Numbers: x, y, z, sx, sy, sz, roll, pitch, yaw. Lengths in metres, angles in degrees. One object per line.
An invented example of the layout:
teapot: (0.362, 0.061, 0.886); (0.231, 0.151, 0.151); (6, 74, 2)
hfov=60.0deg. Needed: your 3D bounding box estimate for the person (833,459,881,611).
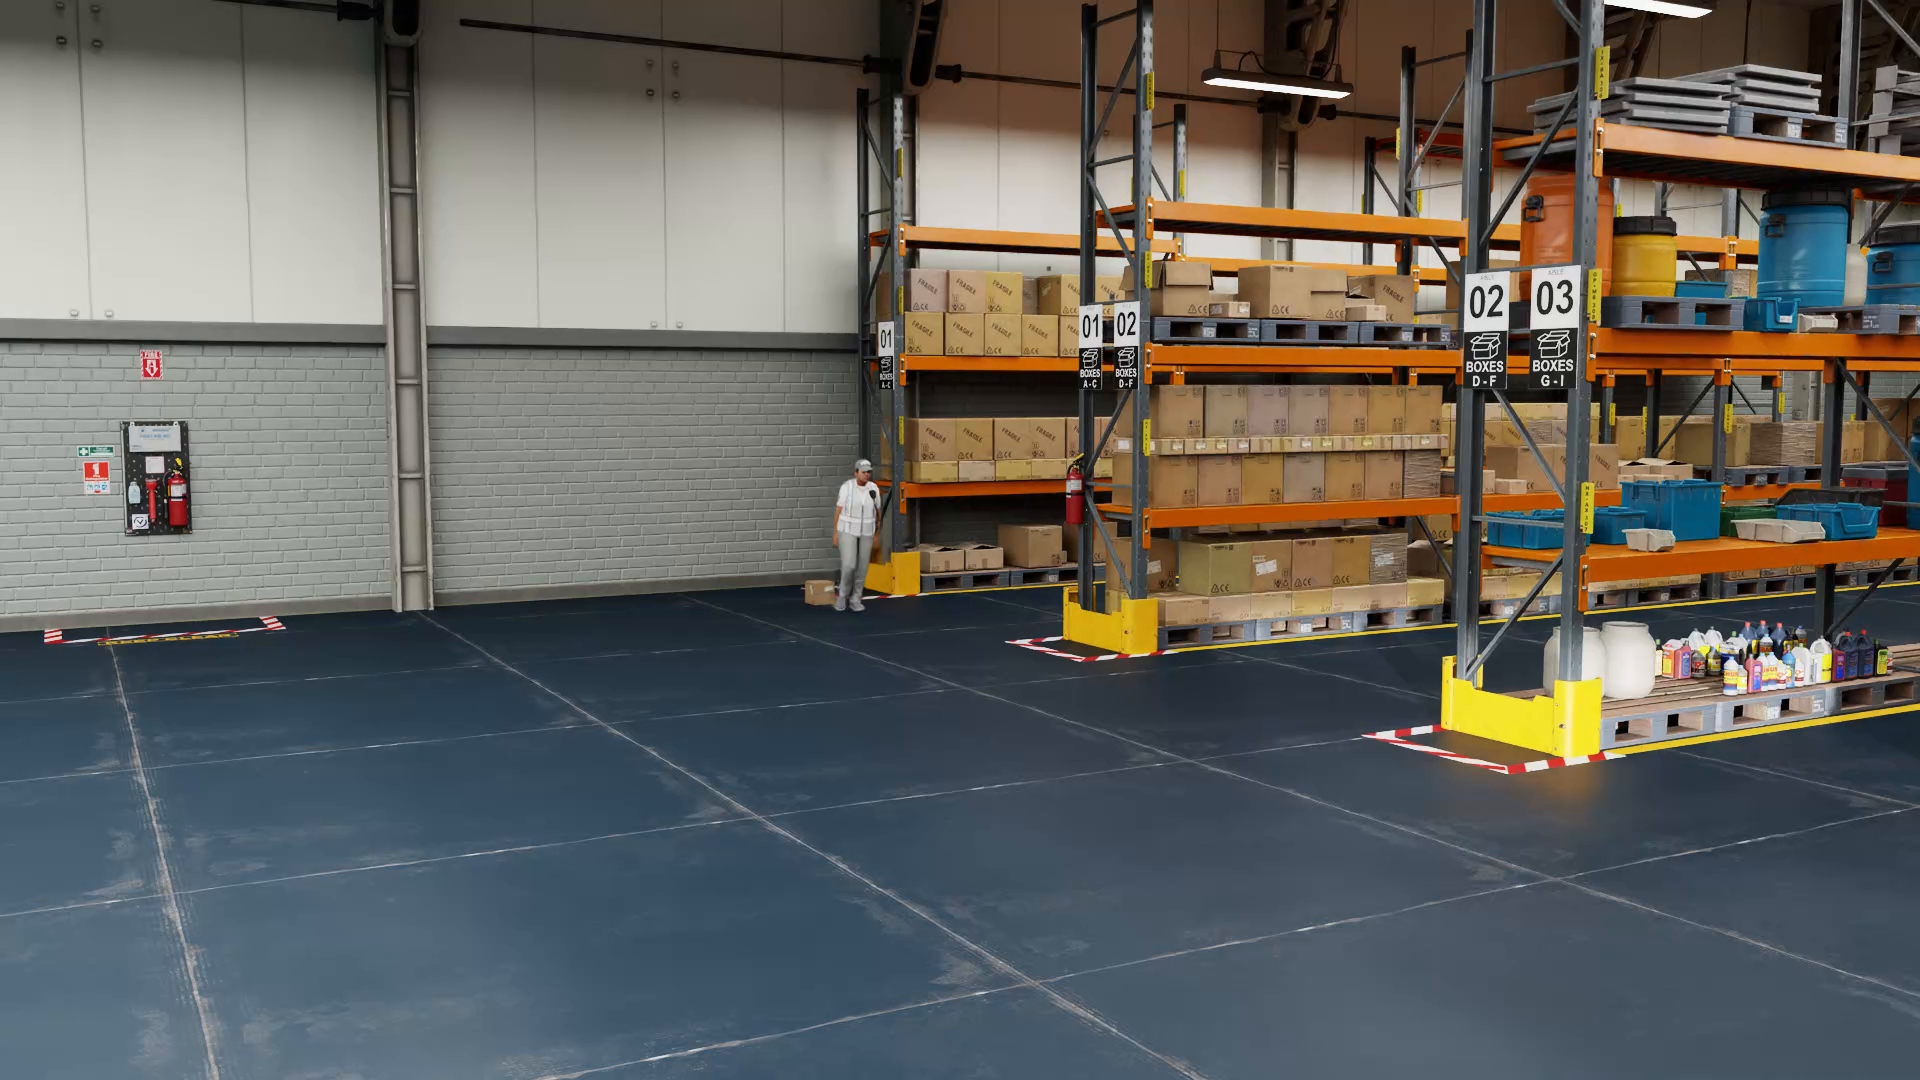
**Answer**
person: (-1.101, -0.051, 17.908); (0.528, 1.647, 0.502); (-2, 6, -23)
